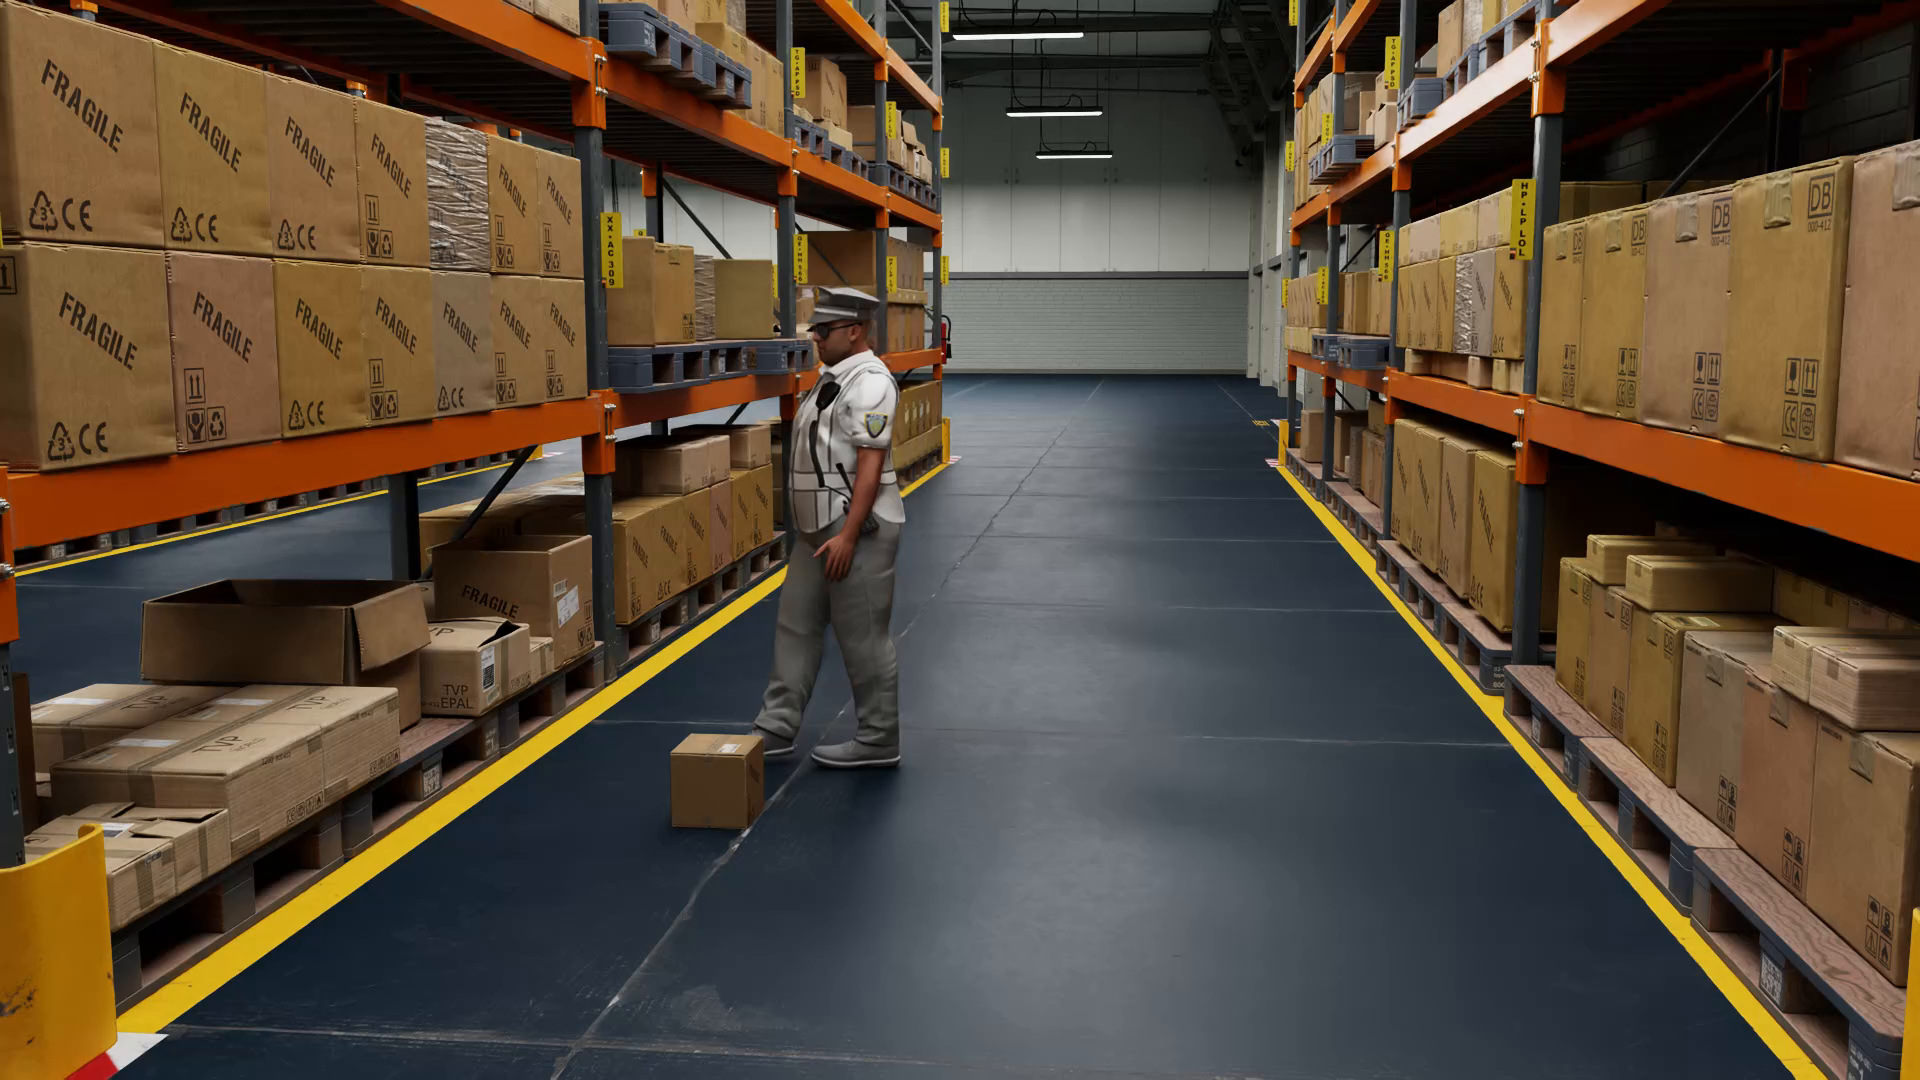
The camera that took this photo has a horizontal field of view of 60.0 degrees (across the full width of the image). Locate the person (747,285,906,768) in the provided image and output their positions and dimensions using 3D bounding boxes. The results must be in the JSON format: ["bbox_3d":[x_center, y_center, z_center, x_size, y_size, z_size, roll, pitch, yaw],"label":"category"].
[{"bbox_3d":[-0.549,-0.032,5.958,0.682,1.740,0.523,-3,8,-23],"label":"person"}]
